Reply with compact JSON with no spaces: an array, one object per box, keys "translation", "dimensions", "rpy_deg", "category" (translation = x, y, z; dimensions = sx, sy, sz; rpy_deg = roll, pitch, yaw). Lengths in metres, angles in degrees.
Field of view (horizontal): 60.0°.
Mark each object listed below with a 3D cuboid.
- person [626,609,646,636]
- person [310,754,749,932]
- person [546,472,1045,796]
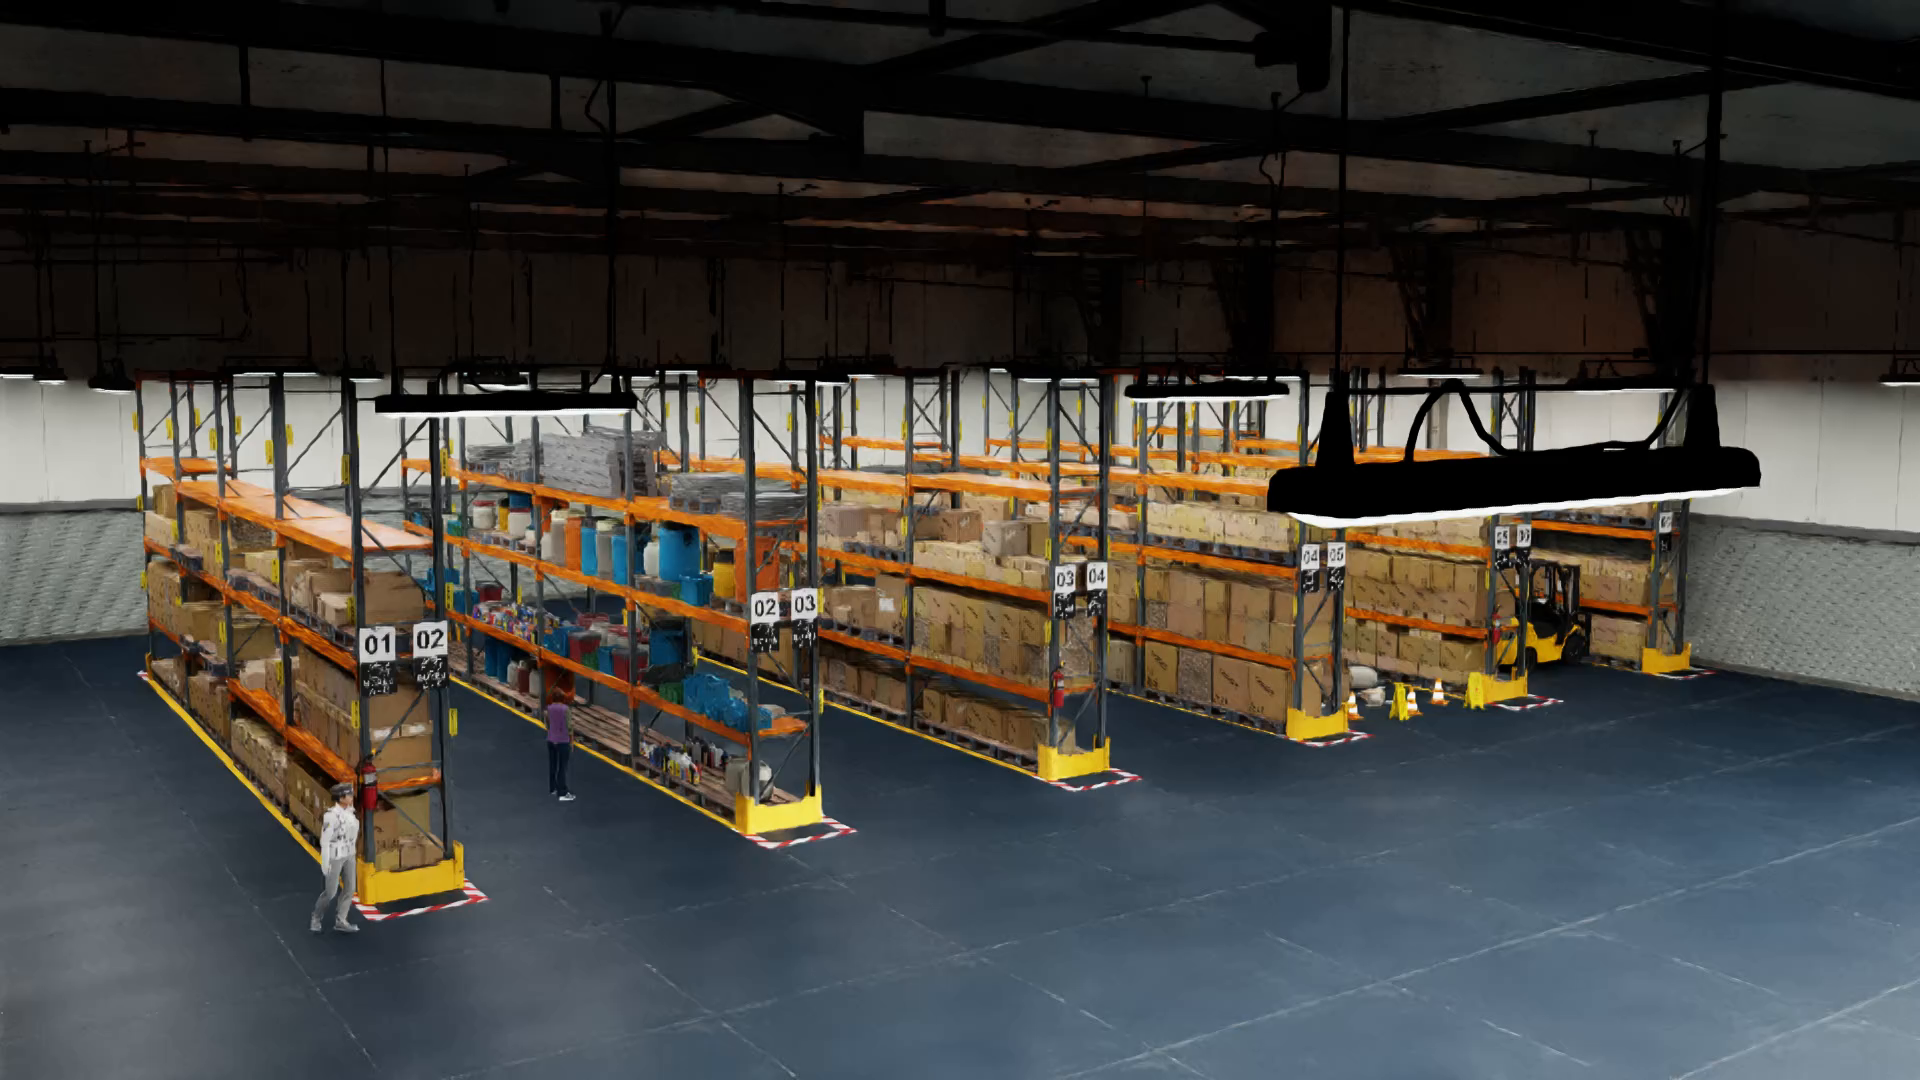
[{"translation":[-6.918,1.538,35.267],"dimensions":[0.558,1.624,0.510],"rpy_deg":[-3,7,-27],"category":"person"},{"translation":[-4.938,3.292,20.695],"dimensions":[2.328,1.441,6.560],"rpy_deg":[2,7,21],"category":"person"},{"translation":[-4.255,0.696,33.841],"dimensions":[6.717,3.467,20.554],"rpy_deg":[3,7,25],"category":"person"}]
